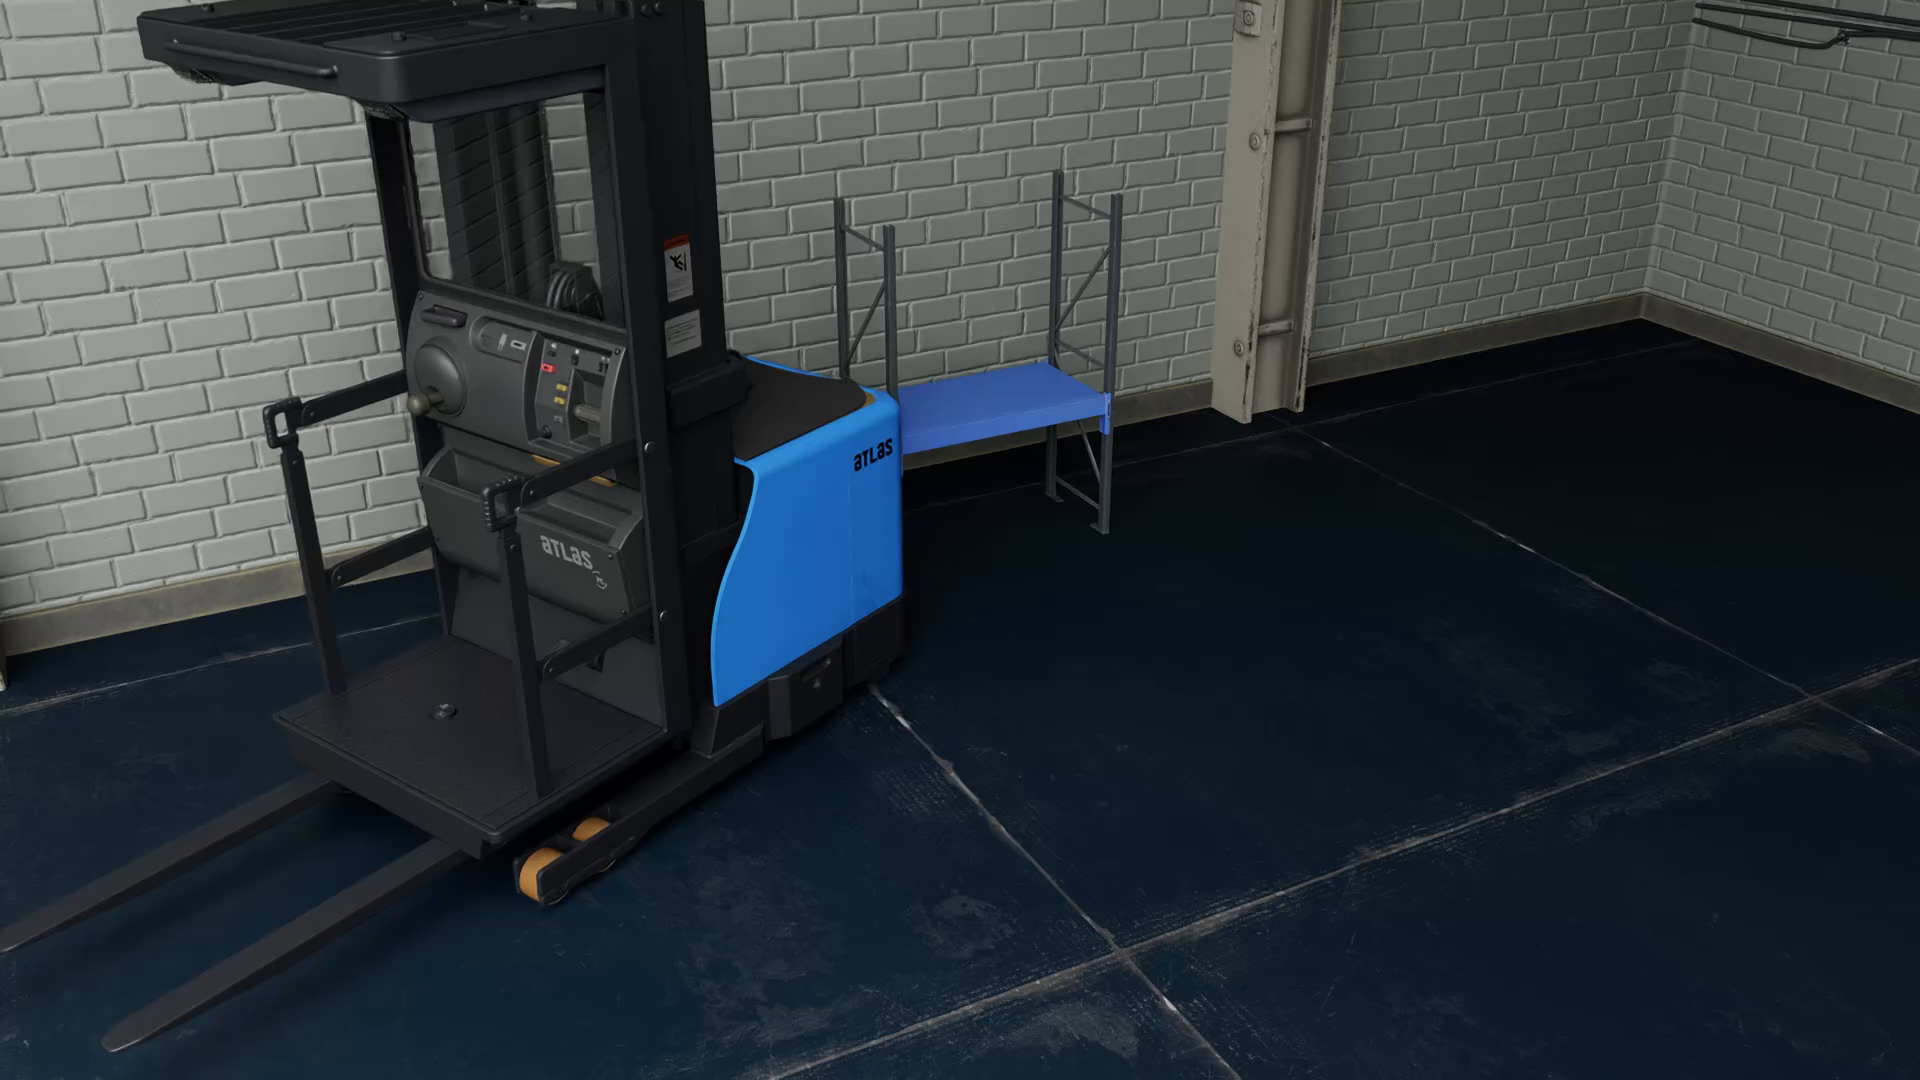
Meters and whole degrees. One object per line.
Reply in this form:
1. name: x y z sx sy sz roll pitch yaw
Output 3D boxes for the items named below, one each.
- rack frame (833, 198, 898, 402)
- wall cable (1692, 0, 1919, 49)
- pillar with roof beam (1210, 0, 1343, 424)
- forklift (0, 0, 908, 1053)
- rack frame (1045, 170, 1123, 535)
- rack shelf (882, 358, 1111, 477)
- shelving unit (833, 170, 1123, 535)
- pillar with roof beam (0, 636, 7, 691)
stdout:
1. rack frame: -0.373 -0.590 6.746 0.032 1.500 0.500 -13 29 -25
2. wall cable: 4.768 -3.444 7.613 0.112 2.526 3.097 -13 29 -25
3. pillar with roof beam: 3.572 -3.105 3.319 0.400 9.000 9.100 -13 29 -25
4. forklift: -1.468 -0.470 4.842 1.130 2.935 3.031 18 31 32
5. rack frame: 0.524 -0.797 7.177 0.032 1.500 0.500 -13 29 -25
6. rack shelf: 0.075 -0.531 7.039 1.000 0.185 0.538 -13 29 -25
7. shelving unit: 0.075 -0.693 6.962 1.048 1.500 0.538 -13 29 -25
8. pillar with roof beam: -1.722 -1.882 0.774 0.400 9.000 9.100 -13 29 -25
